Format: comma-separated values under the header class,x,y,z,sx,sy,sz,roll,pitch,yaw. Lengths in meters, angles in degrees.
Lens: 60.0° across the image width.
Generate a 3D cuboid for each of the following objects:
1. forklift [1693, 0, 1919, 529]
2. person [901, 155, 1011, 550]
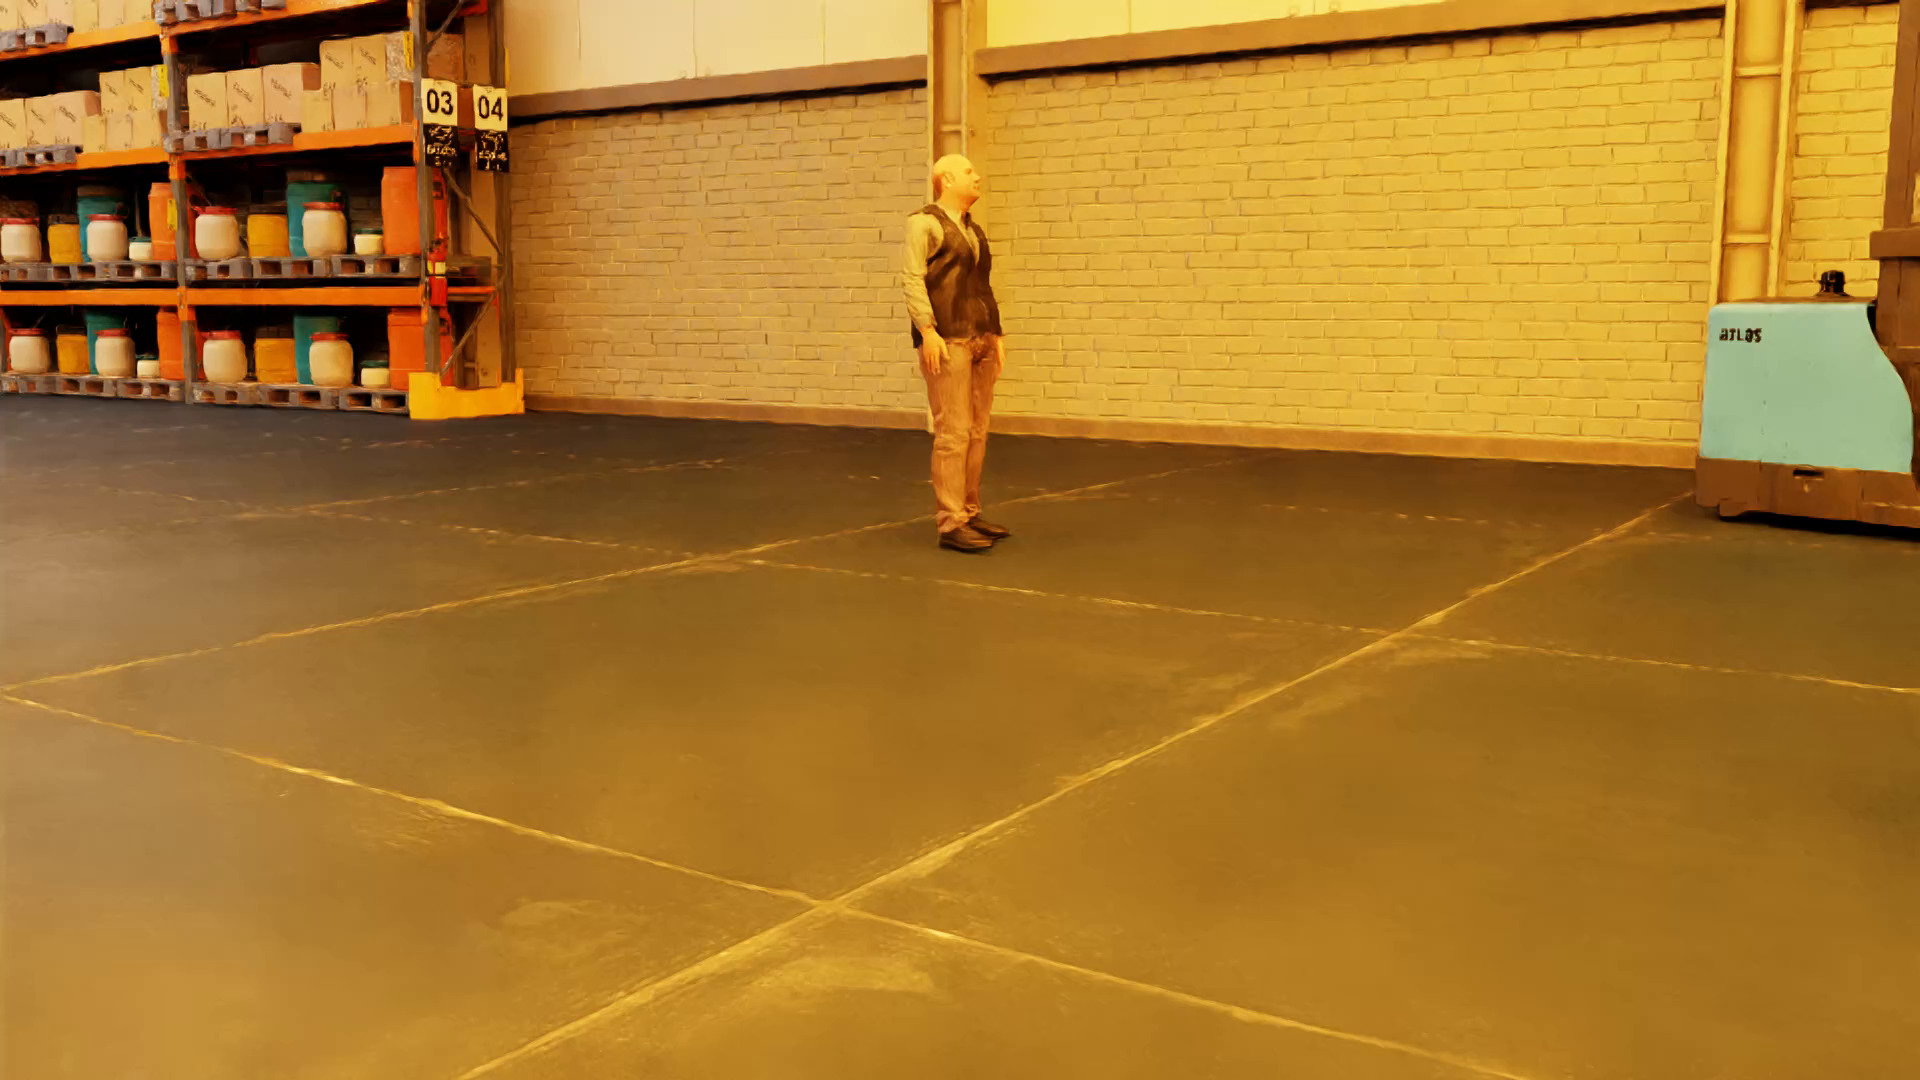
class,x,y,z,sx,sy,sz,roll,pitch,yaw
forklift,4.967,-1.434,7.279,1.130,2.935,3.031,-6,10,-36
person,0.047,-0.854,7.440,0.567,1.720,0.632,5,10,34
